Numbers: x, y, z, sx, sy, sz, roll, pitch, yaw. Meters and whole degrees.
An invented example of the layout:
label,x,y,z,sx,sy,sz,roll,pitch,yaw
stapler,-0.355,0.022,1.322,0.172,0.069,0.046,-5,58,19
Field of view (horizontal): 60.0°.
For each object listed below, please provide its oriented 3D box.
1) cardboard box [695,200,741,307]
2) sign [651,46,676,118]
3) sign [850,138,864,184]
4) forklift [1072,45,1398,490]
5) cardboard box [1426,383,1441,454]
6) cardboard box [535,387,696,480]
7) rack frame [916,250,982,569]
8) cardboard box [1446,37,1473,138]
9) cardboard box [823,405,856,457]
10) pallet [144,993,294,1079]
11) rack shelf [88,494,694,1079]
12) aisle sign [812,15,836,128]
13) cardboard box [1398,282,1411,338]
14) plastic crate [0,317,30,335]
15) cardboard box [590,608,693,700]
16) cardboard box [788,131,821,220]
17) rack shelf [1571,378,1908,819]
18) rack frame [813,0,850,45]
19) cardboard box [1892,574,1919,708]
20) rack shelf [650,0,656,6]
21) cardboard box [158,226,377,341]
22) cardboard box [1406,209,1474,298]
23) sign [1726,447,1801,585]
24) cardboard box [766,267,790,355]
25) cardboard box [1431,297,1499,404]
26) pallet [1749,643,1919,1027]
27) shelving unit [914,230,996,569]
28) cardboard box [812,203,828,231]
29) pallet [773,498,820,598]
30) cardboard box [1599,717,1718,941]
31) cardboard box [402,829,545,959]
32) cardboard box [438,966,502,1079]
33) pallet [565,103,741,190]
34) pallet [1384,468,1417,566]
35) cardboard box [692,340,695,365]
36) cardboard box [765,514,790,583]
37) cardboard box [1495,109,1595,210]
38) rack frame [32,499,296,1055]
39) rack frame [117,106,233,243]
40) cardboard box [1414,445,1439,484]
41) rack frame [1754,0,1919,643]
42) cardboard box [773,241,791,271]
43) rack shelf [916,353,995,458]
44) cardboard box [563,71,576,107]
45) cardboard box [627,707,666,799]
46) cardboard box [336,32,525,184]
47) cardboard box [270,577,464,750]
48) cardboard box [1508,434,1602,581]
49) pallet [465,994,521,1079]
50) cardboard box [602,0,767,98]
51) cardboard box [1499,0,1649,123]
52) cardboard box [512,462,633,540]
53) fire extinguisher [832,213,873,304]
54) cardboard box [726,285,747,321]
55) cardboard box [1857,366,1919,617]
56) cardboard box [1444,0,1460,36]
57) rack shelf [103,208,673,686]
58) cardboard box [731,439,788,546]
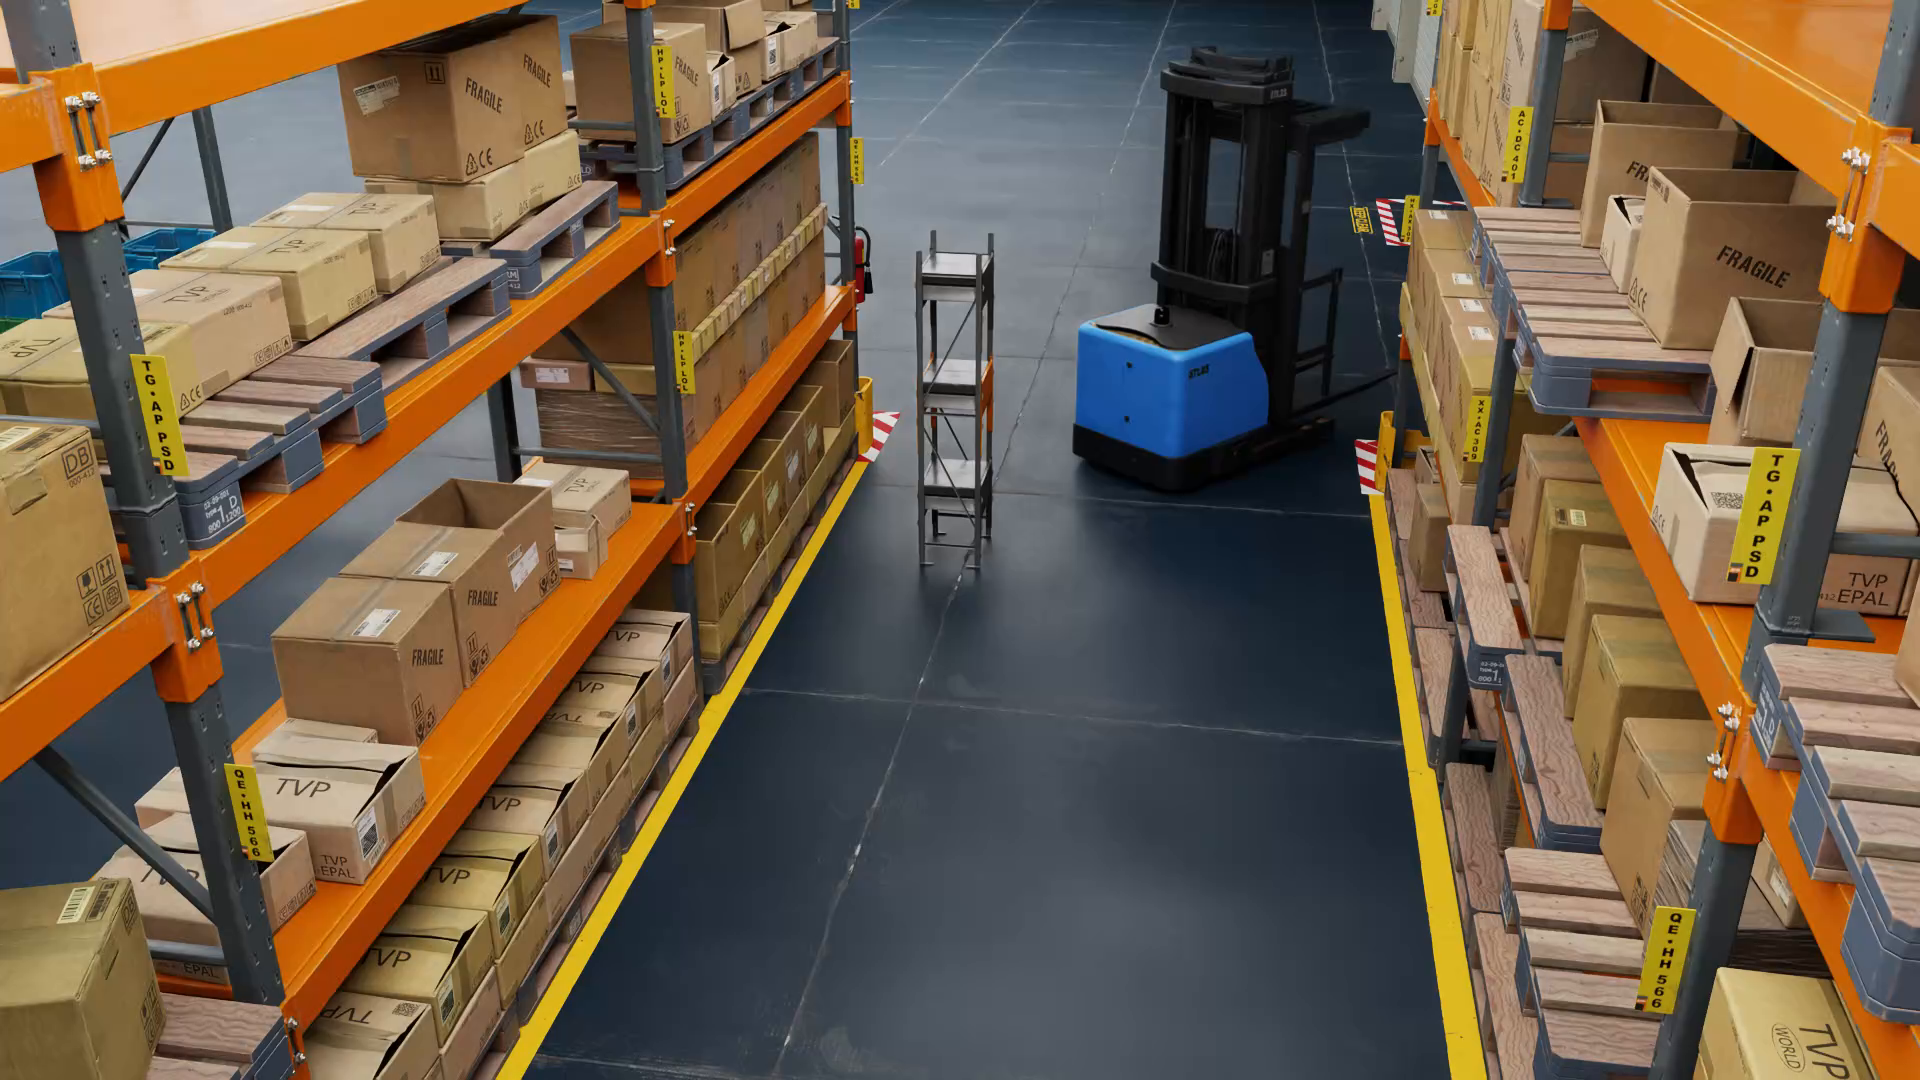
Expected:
label,x,y,z,sx,sy,sz,roll,pitch,yaw
cardboard box,-1.692,-1.674,9.640,0.700,0.500,0.500,4,25,8
sign,-1.386,-2.136,7.756,0.100,0.325,0.005,4,25,9
sign,-0.736,-2.696,11.825,0.100,0.325,0.005,4,25,9
forklift,2.274,-2.196,12.484,3.031,2.935,1.130,-21,32,-38
cardboard box,2.900,-0.672,9.301,0.500,0.250,0.500,4,25,8
cardboard box,-1.856,-0.666,9.016,0.700,0.500,0.500,3,25,7
rack frame,-0.067,-0.780,10.439,0.400,2.100,0.015,4,25,9
cardboard box,3.114,-2.616,9.622,0.500,0.500,0.500,5,26,11
cardboard box,-1.065,-0.807,12.185,0.500,0.250,0.500,4,25,9
pallet,-2.618,1.614,4.490,1.213,0.211,1.003,4,25,9
rack shelf,-2.249,0.728,7.005,1.077,0.370,4.000,4,25,9
aisle sign,-0.968,-3.292,11.678,0.394,0.787,0.004,4,25,9
cardboard box,3.226,-1.525,11.122,0.500,0.250,0.500,3,25,7
plastic crate,-6.308,-1.231,10.592,0.450,0.188,0.662,4,25,9
cardboard box,-1.706,0.556,8.610,0.500,0.311,0.500,4,25,9
cardboard box,-1.366,-2.524,11.455,0.700,0.500,0.500,4,25,9
rack shelf,2.638,-0.289,5.639,1.077,0.370,4.000,4,25,9
rack frame,-1.269,-4.824,10.942,1.000,3.000,0.127,4,25,9
cardboard box,2.290,0.180,3.152,0.700,0.500,0.500,2,25,4
rack shelf,-1.596,-3.481,9.392,1.077,0.370,4.000,4,25,9
cardboard box,-2.385,-0.895,5.767,0.500,0.250,0.500,4,25,7
cardboard box,3.244,-1.868,10.970,0.500,0.500,0.500,4,25,9
sign,1.776,-0.051,3.672,0.100,0.325,0.005,4,25,9
cardboard box,-1.526,-1.531,10.865,0.700,0.500,0.500,4,25,9
cardboard box,2.906,-1.012,9.142,0.500,0.500,0.500,3,25,7
pallet,2.259,0.580,3.157,1.213,0.211,1.003,5,26,11
shelving unit,-0.027,-0.882,10.657,0.431,2.100,0.503,4,25,9
cardboard box,-1.143,-2.273,11.685,0.380,0.149,0.250,4,25,8
pallet,-1.554,-0.013,11.028,1.003,0.211,1.213,4,25,9
cardboard box,2.443,0.903,5.146,0.700,0.500,0.500,2,25,4
cardboard box,-2.038,1.408,6.791,0.500,0.311,0.500,3,25,7
cardboard box,-2.120,1.885,6.433,0.500,0.250,0.500,3,25,7
pallet,-1.809,-2.111,8.789,1.003,0.211,1.213,4,25,9
pallet,3.439,-0.134,11.286,1.003,0.211,1.213,4,25,9
cardboard box,-1.647,-0.977,8.917,0.380,0.149,0.250,4,25,9
cardboard box,-1.374,0.030,10.395,0.500,0.250,0.500,4,25,9
cardboard box,2.804,-1.735,7.739,0.500,0.500,0.500,5,25,10
rack frame,-2.576,1.239,5.066,1.000,3.000,0.127,4,25,9
rack frame,-6.155,-2.452,12.950,1.000,3.000,0.127,4,25,9
cardboard box,3.417,-0.464,11.356,0.500,0.311,0.500,1,25,3
rack frame,2.311,-1.137,3.064,1.000,3.000,0.127,4,25,9
cardboard box,-1.312,-1.842,10.764,0.380,0.149,0.250,5,26,10
rack shelf,-0.027,-0.869,10.663,0.431,0.518,0.480,4,25,9
cardboard box,-1.995,-2.456,9.057,0.380,0.149,0.250,4,25,9
cardboard box,-1.789,1.026,8.268,0.500,0.250,0.500,4,25,8
cardboard box,-2.133,-1.760,6.730,0.500,0.500,0.500,6,26,14
cardboard box,-2.318,0.490,6.546,0.500,0.500,0.500,3,25,6
cardboard box,2.848,-0.127,7.346,0.700,0.500,0.500,4,25,9
pallet,-2.403,2.160,6.387,1.003,0.211,1.213,4,25,9
cardboard box,-1.529,-2.773,9.316,0.797,0.503,0.637,7,26,14
cardboard box,2.779,-2.187,7.524,0.500,0.500,0.500,2,25,4
cardboard box,-1.960,-0.158,8.225,0.500,0.250,0.500,6,26,12
fire extinguisher,-0.791,-2.090,12.267,0.296,0.674,0.183,4,25,9
cardboard box,-1.481,-1.412,9.844,0.380,0.149,0.250,3,25,7
cardboard box,2.656,-0.118,4.284,0.500,0.500,0.500,4,25,9
cardboard box,3.184,-3.281,9.862,0.500,0.500,0.500,4,25,8
rack shelf,-2.249,-0.631,6.369,1.077,0.370,4.000,4,25,9
cardboard box,-1.375,-0.309,10.236,0.500,0.500,0.500,4,25,9
